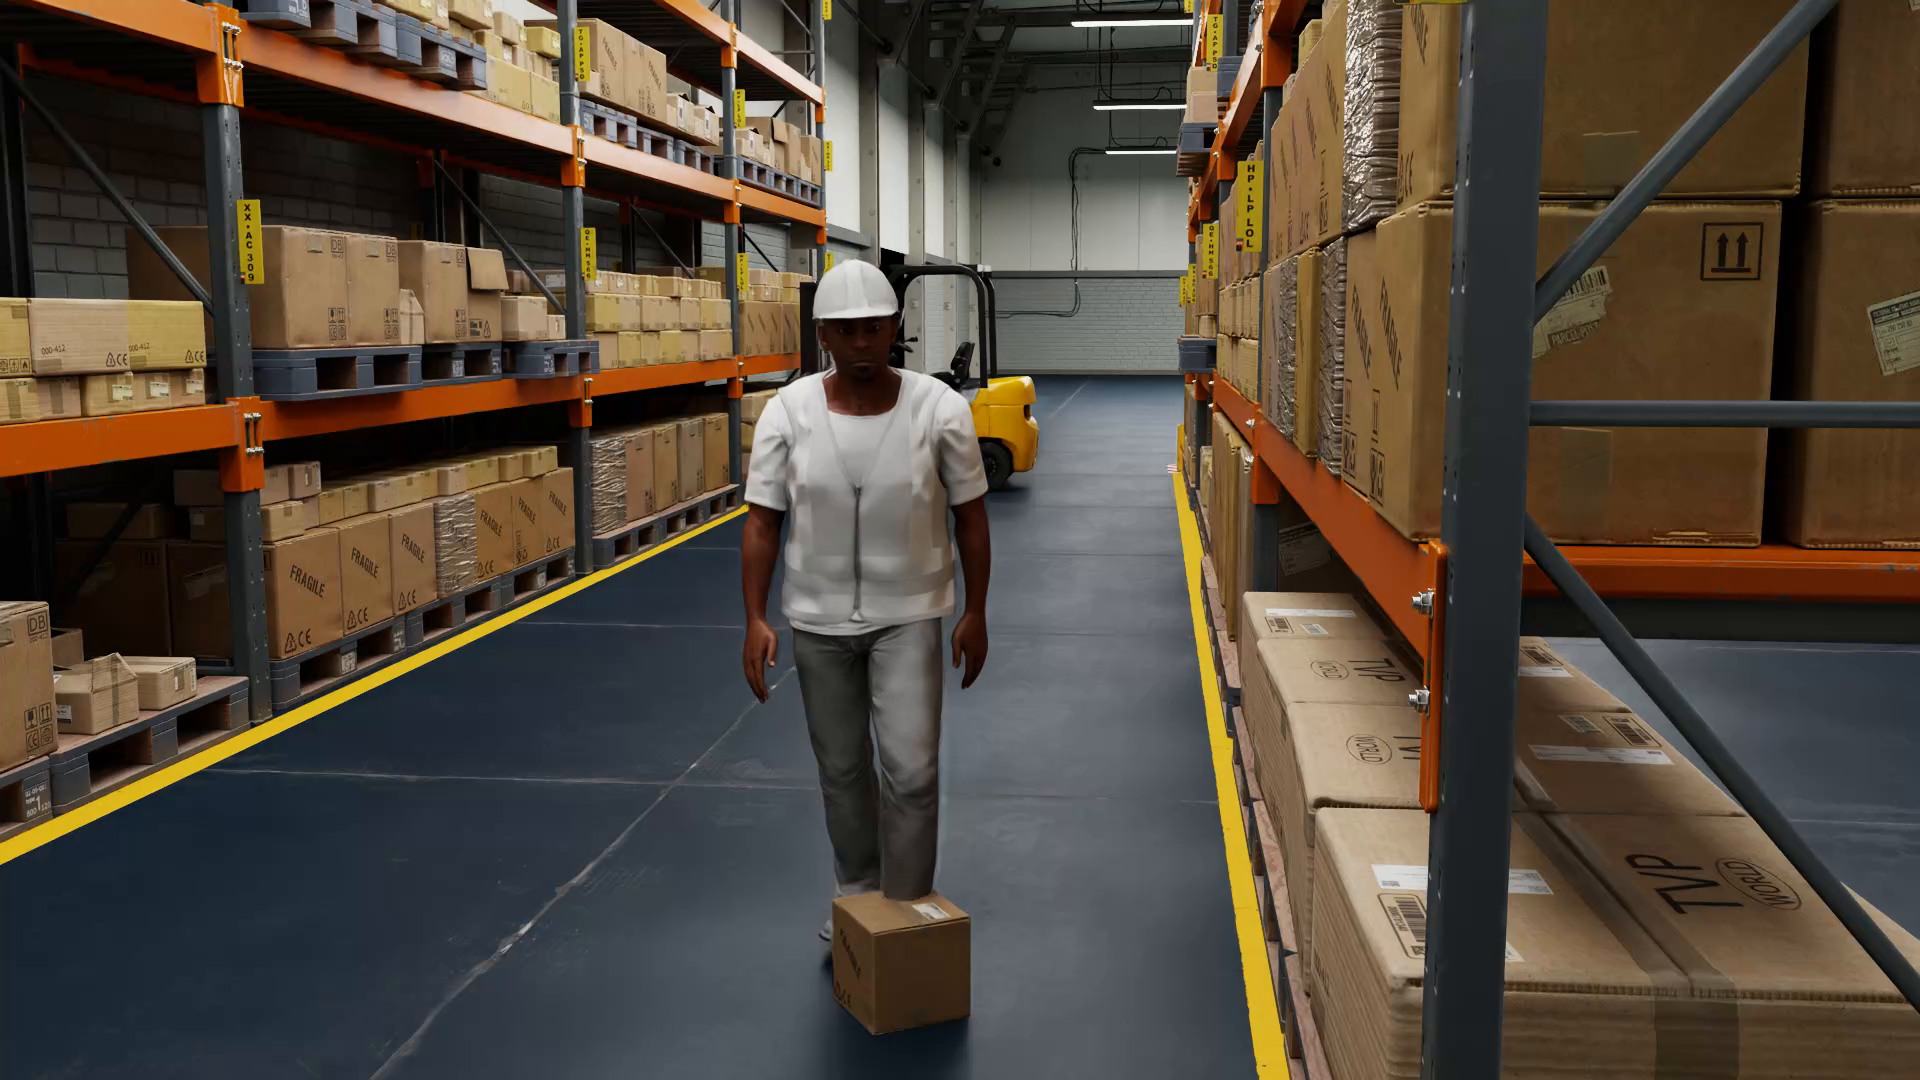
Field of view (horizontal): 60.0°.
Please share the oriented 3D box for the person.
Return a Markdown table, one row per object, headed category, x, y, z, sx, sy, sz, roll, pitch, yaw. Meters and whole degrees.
| category | x | y | z | sx | sy | sz | roll | pitch | yaw |
| --- | --- | --- | --- | --- | --- | --- | --- | --- | --- |
| person | -0.225 | 0.237 | 4.107 | 0.593 | 1.831 | 0.624 | 1 | 8 | 7 |
